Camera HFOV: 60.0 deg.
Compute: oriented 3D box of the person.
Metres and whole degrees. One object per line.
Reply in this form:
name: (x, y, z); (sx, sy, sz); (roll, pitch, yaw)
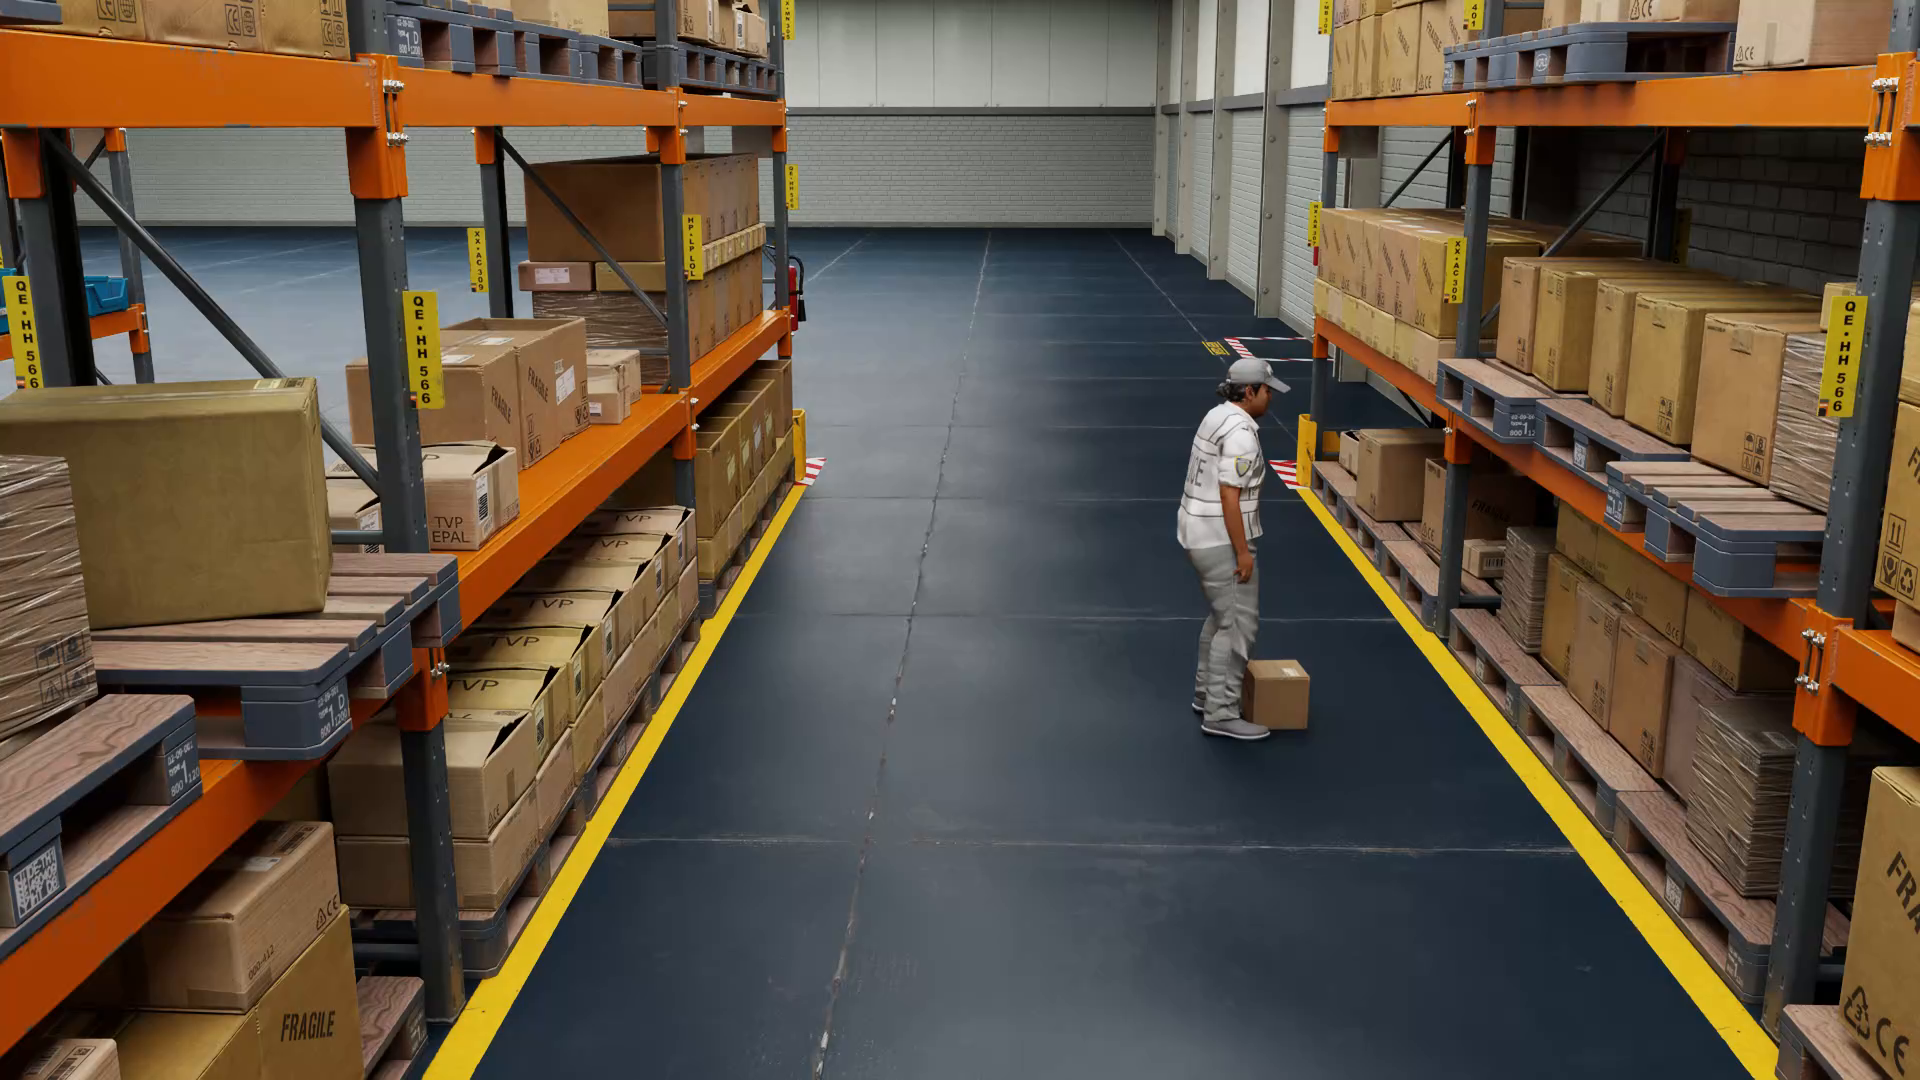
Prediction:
person: (1.215, 0.019, 7.414); (0.470, 1.665, 0.560); (-1, 14, -2)
